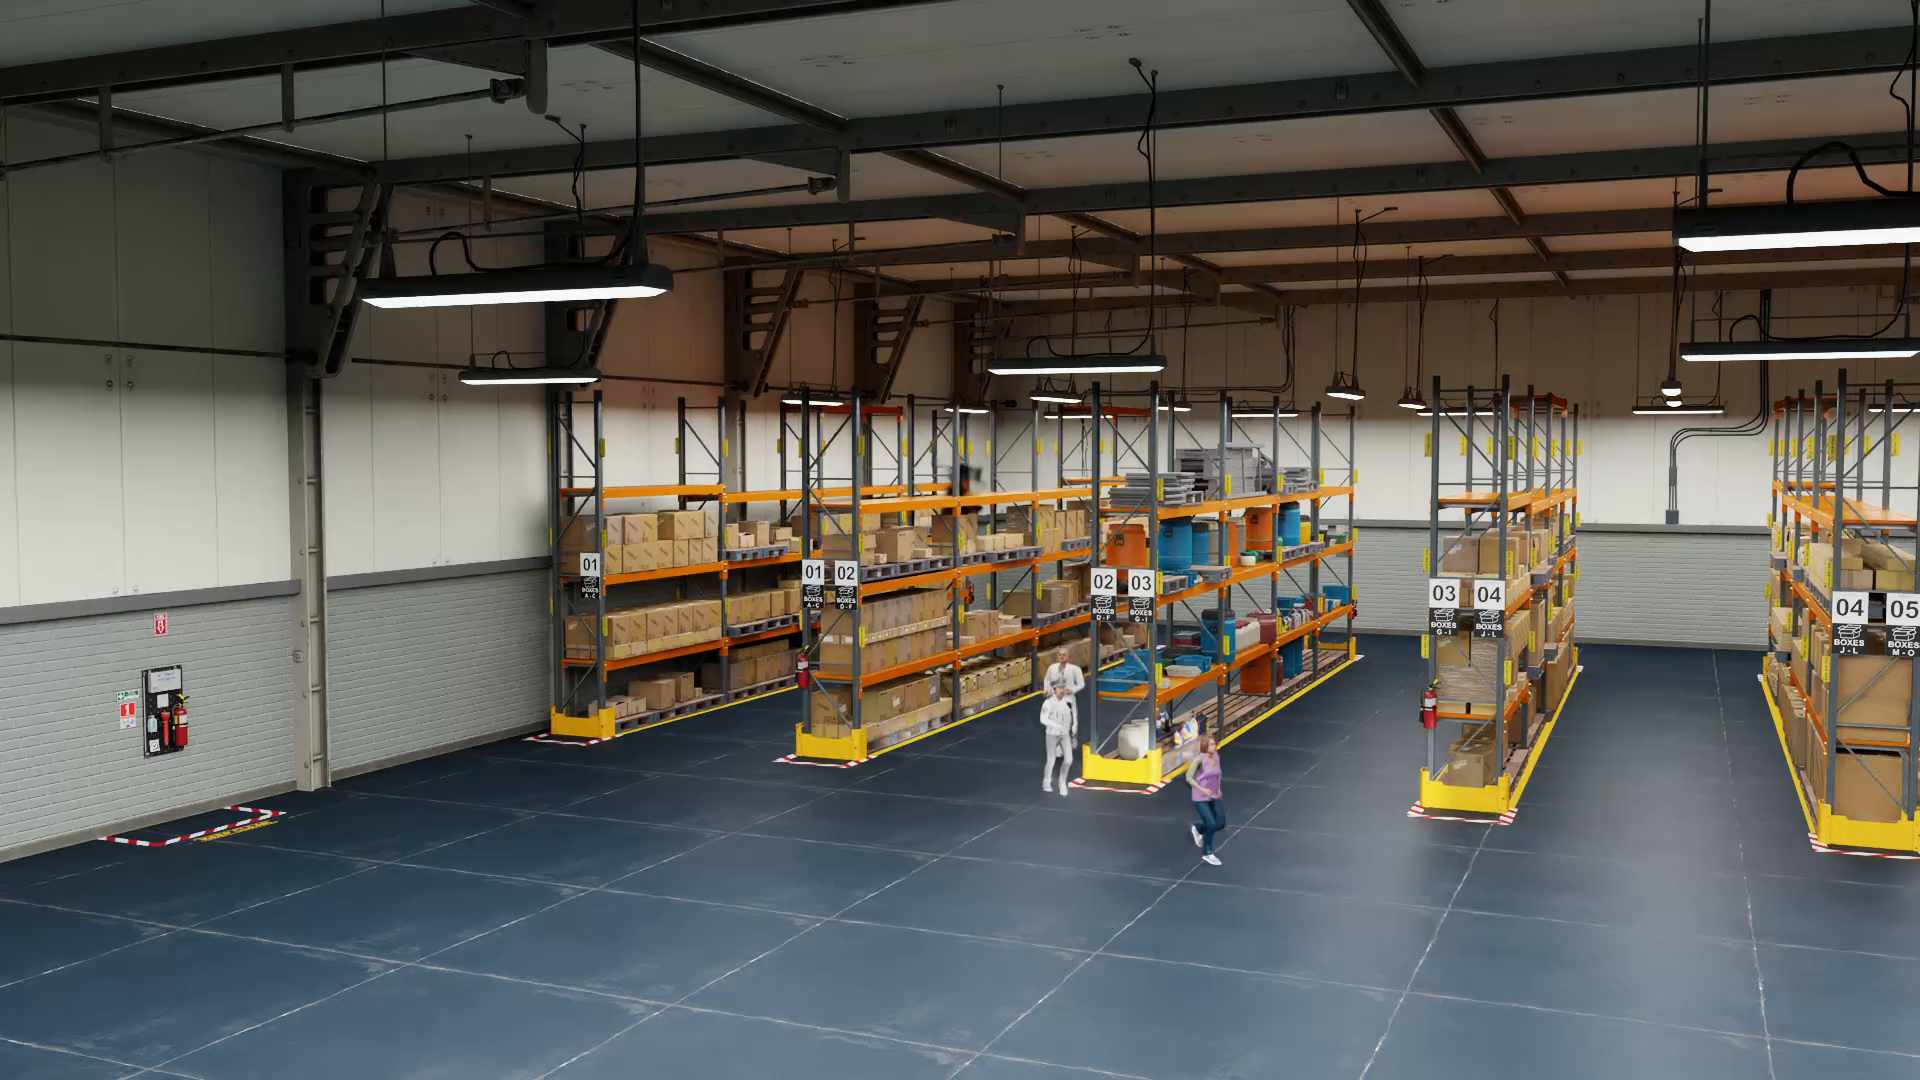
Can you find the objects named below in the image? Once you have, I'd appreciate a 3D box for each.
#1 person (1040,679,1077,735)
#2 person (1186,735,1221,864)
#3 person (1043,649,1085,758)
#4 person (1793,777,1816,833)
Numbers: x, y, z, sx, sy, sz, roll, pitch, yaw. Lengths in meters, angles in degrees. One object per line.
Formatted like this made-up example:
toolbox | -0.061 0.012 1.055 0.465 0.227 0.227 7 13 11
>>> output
person | 1.444 2.407 23.997 0.640 0.841 0.451 -1 3 -19
person | 2.953 3.126 20.098 0.553 1.553 0.534 -2 4 -32
person | 1.663 2.625 26.937 0.715 1.735 0.825 1 3 20
person | 16.566 2.822 24.790 8.223 1.635 9.705 1 3 20
